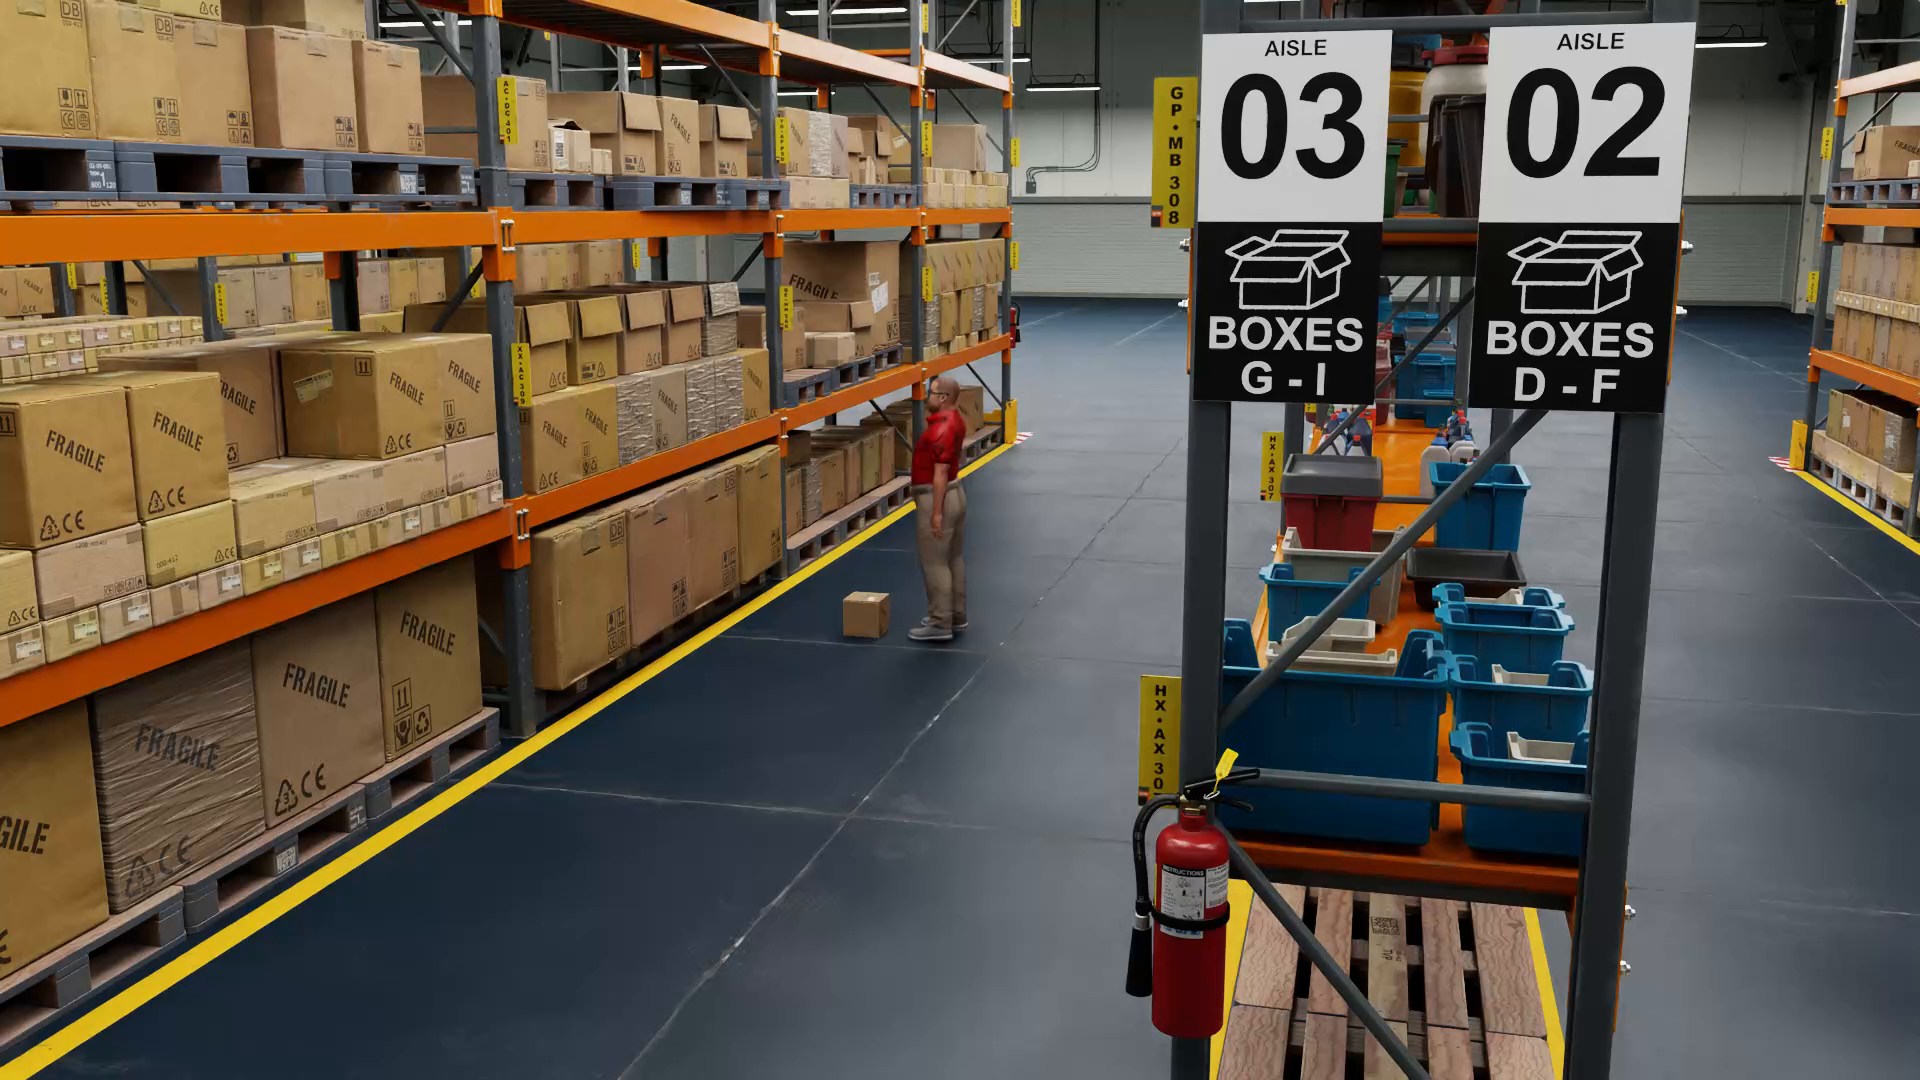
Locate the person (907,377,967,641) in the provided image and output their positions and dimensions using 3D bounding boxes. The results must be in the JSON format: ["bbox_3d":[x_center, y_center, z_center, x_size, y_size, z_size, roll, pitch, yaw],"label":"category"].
[{"bbox_3d":[-0.165,-0.210,10.965,0.386,1.737,0.567,3,12,14],"label":"person"}]
